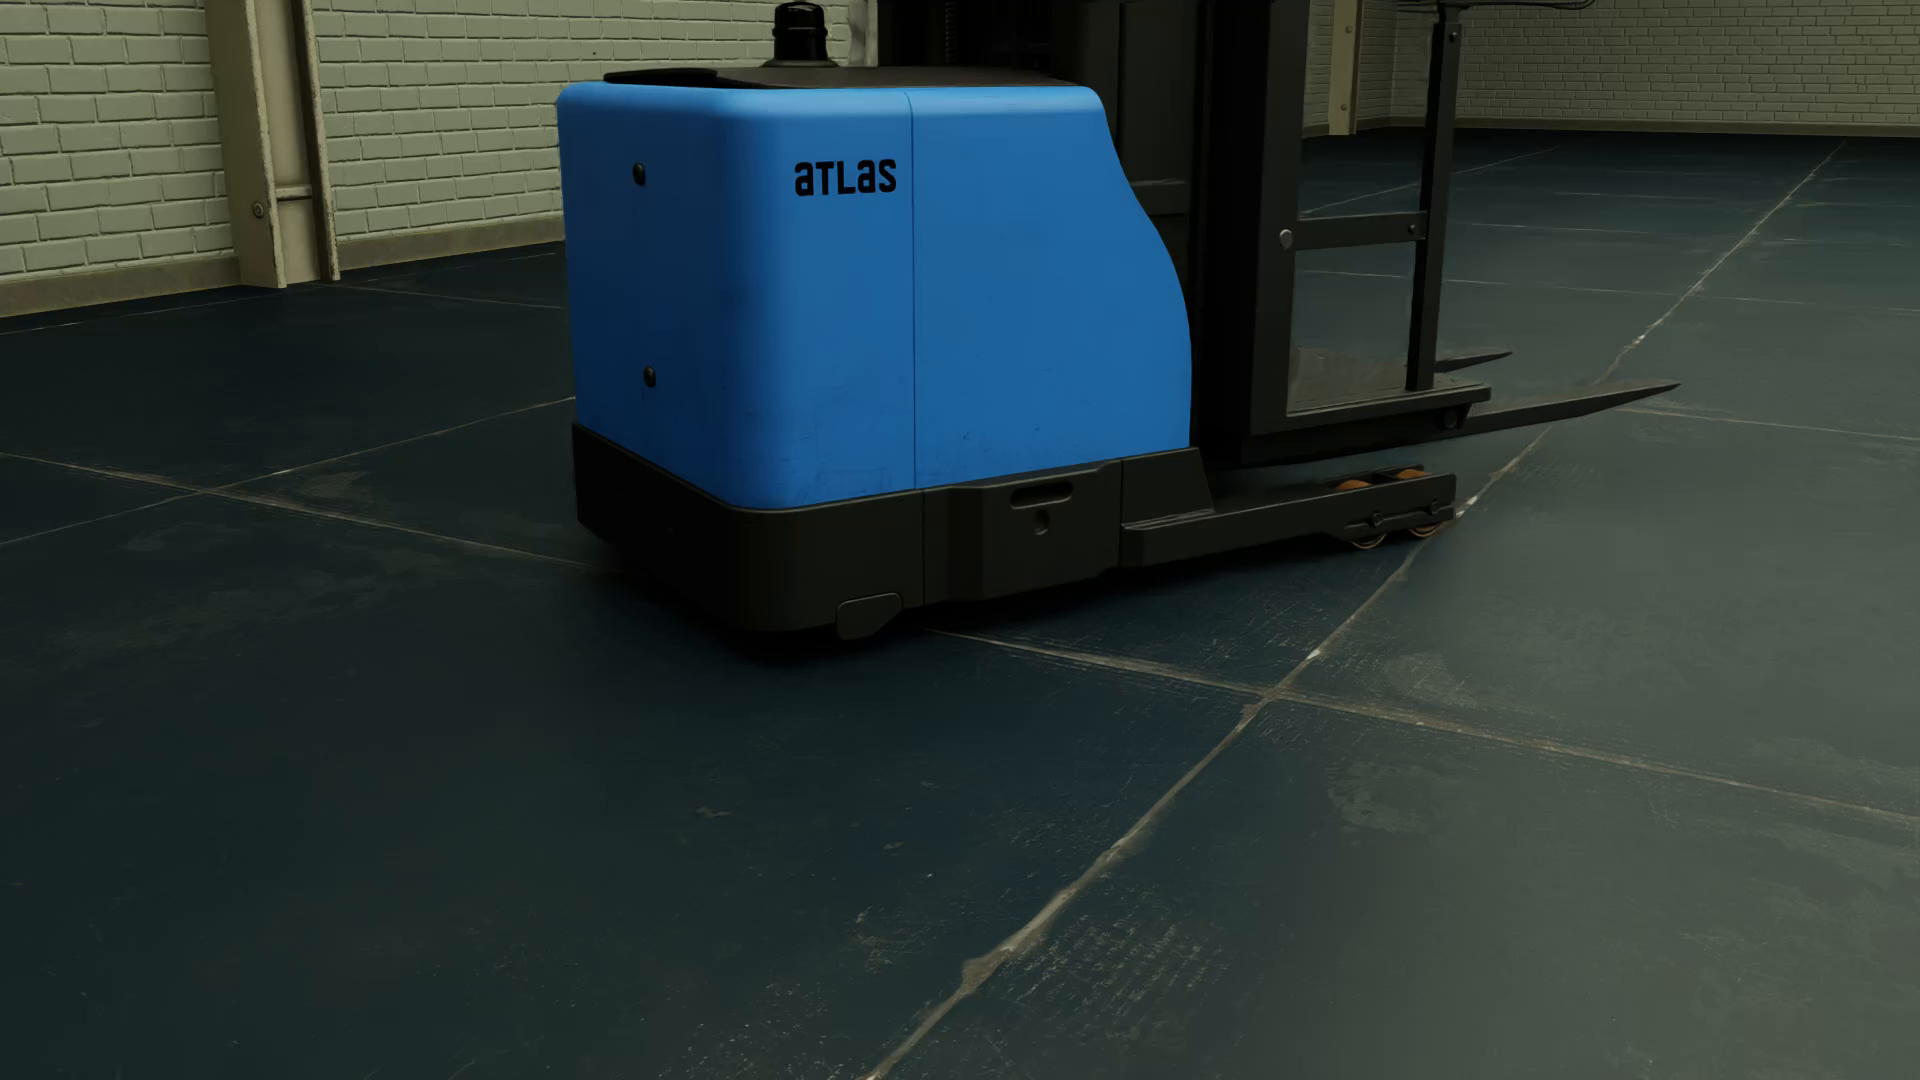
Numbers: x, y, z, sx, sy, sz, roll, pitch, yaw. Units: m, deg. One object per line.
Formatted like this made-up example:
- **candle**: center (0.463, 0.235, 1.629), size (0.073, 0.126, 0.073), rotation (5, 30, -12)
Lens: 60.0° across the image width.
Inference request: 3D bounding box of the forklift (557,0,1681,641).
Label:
- **forklift**: center (0.616, -1.499, 3.943), size (3.031, 2.935, 1.130), rotation (-10, 19, -30)

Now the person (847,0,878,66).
- **person**: center (-0.175, -1.215, 5.180), size (0.509, 1.748, 0.911), rotation (-4, 17, -13)
